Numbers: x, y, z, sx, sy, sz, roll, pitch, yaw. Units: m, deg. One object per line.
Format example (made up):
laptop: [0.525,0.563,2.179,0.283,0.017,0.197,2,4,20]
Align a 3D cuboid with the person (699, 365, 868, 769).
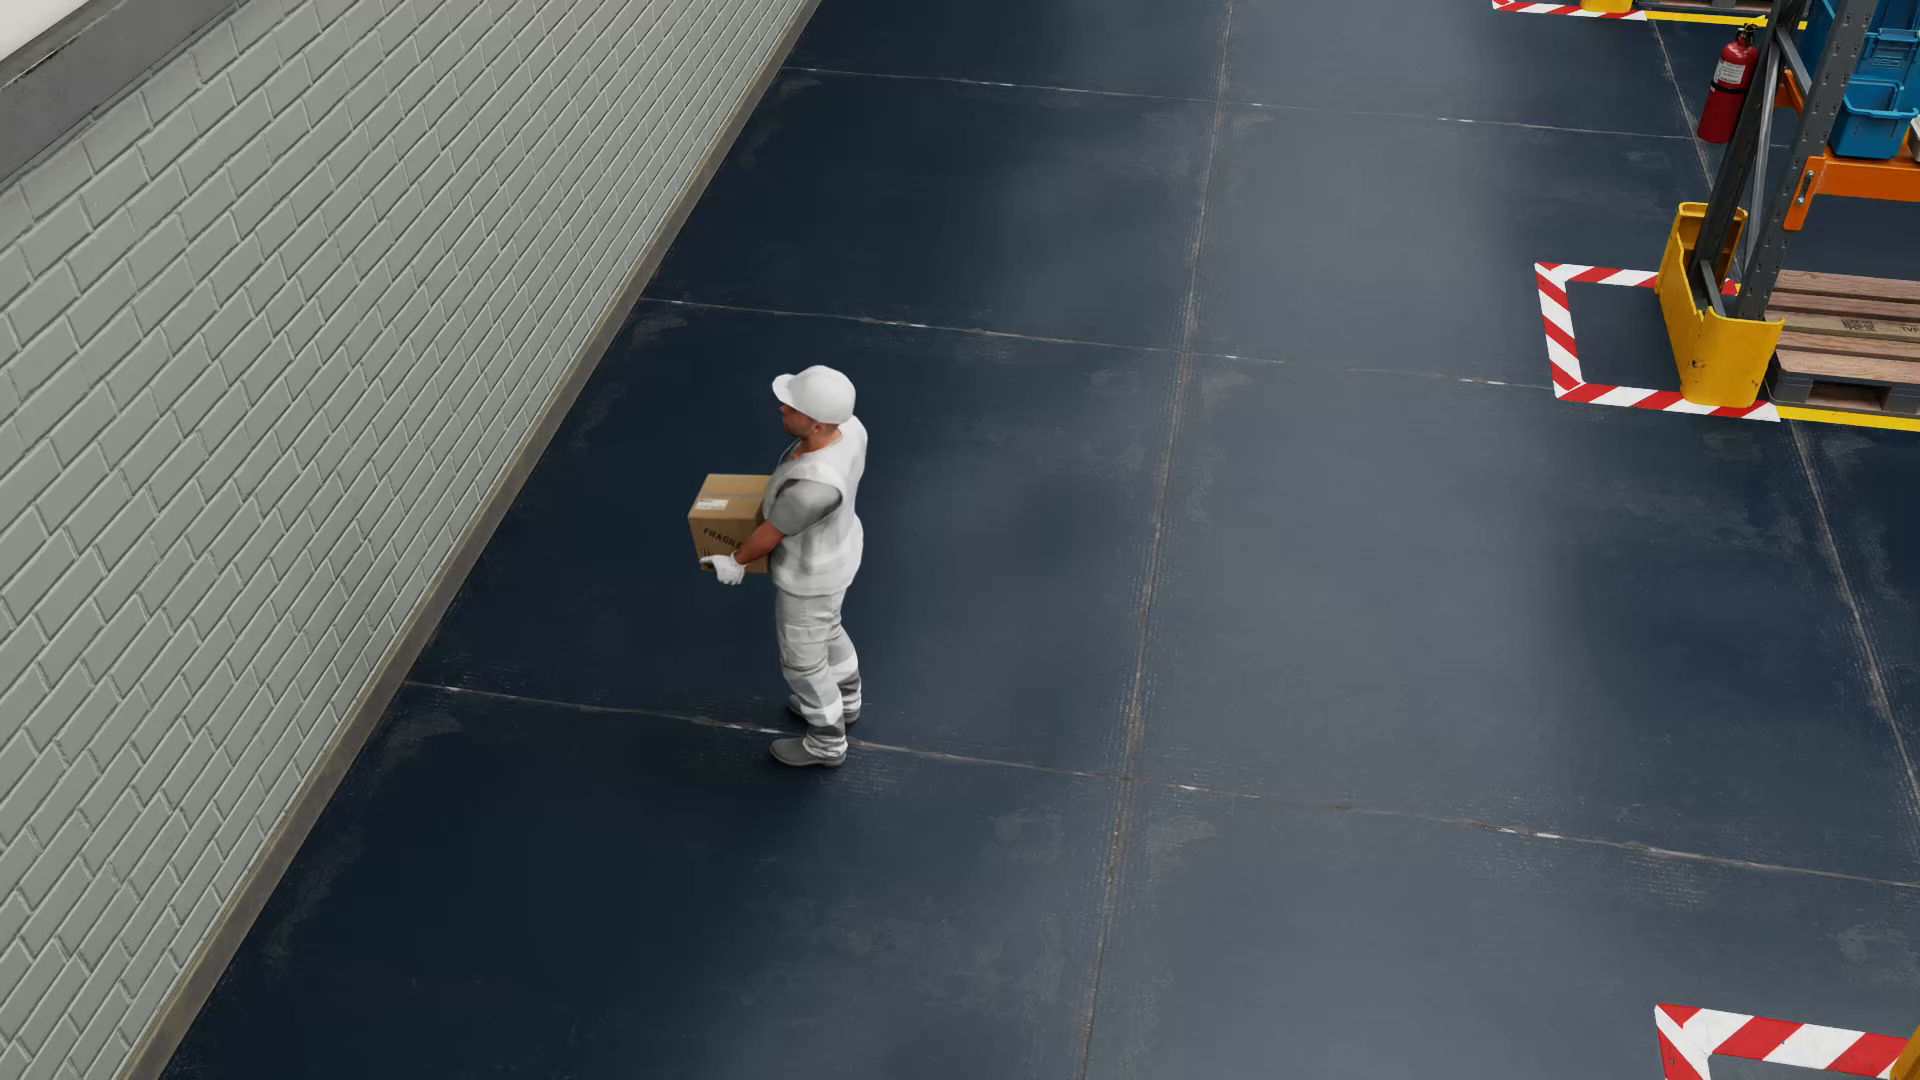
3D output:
person: [-0.626,0.098,6.027,0.573,1.782,0.493,7,41,8]
